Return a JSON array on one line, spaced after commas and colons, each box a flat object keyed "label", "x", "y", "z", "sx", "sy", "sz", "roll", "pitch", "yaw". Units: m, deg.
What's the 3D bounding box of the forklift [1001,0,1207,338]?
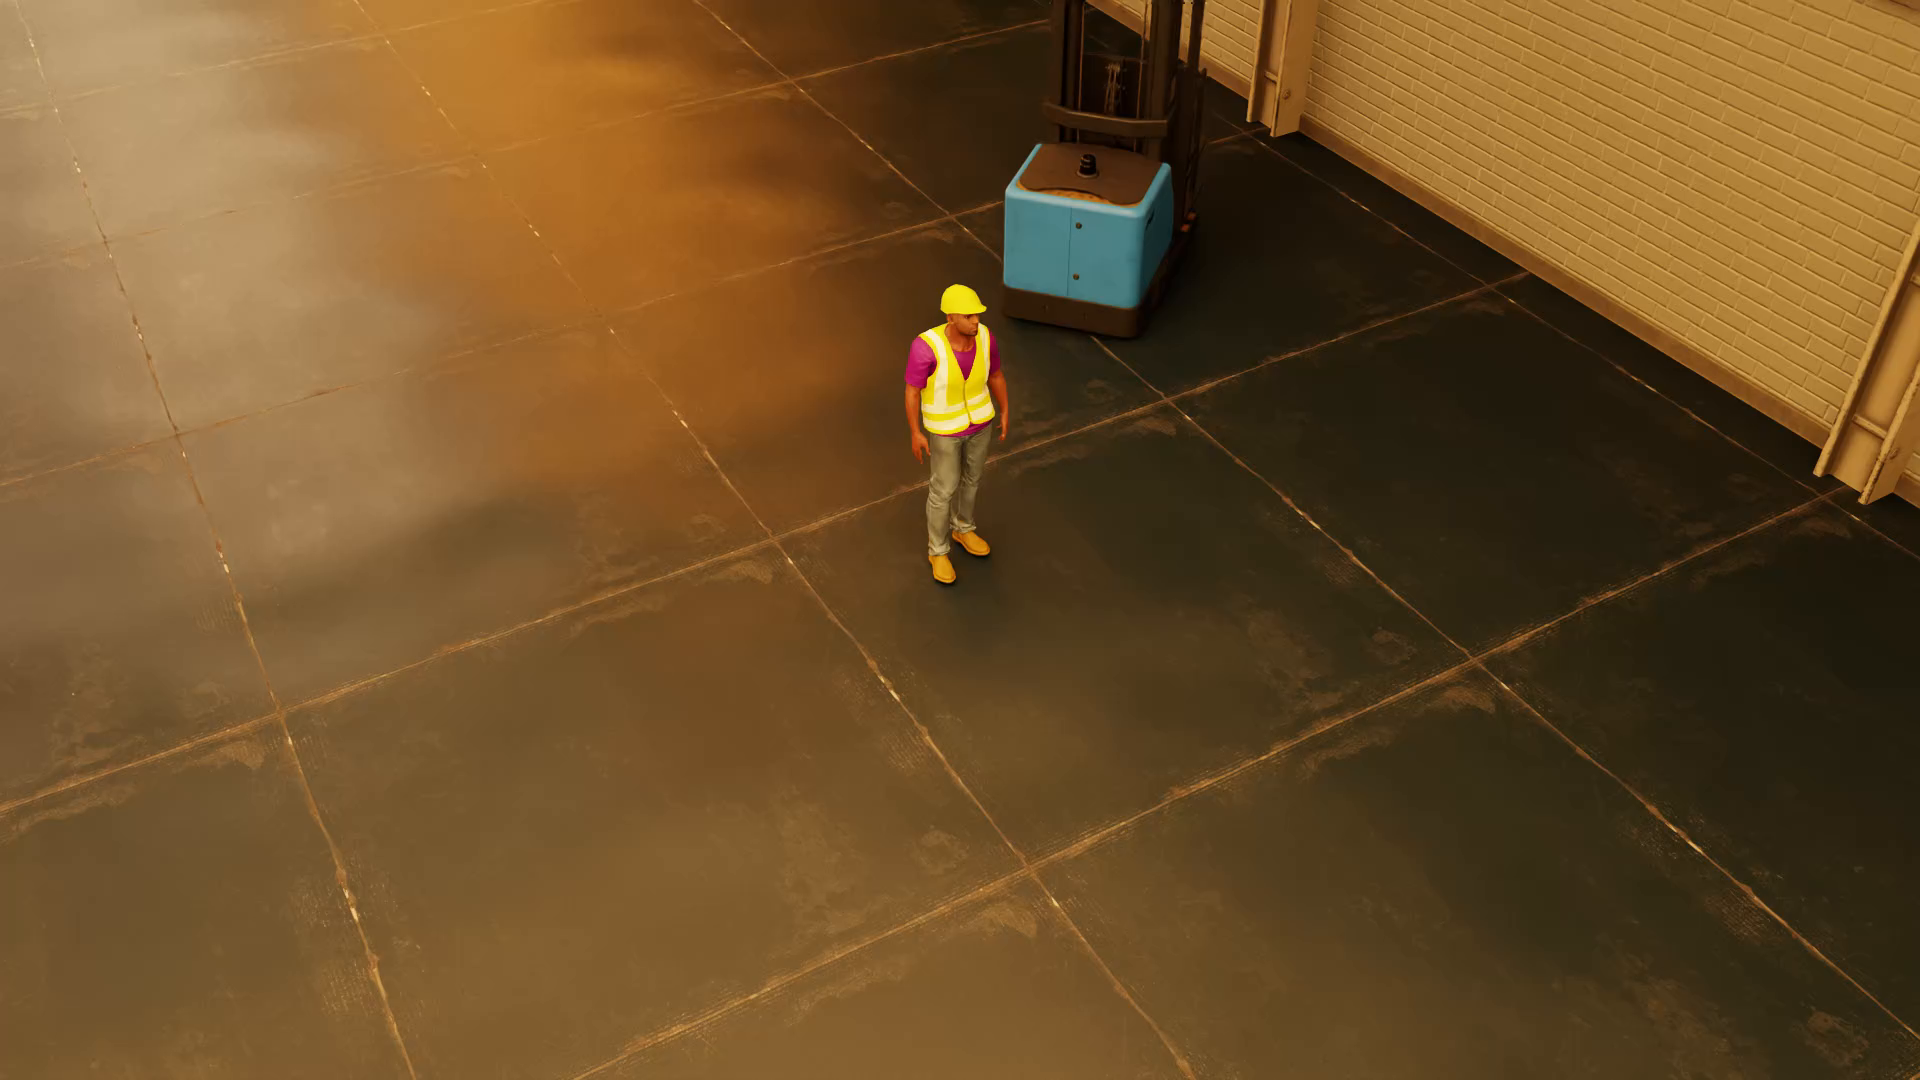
[{"label": "forklift", "x": 1.268, "y": -3.533, "z": 12.296, "sx": 1.130, "sy": 2.935, "sz": 3.031, "roll": 13, "pitch": 41, "yaw": 15}]

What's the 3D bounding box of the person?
[{"label": "person", "x": 0.029, "y": -0.645, "z": 9.715, "sx": 0.666, "sy": 1.765, "sz": 0.577, "roll": -20, "pitch": 44, "yaw": -23}]
